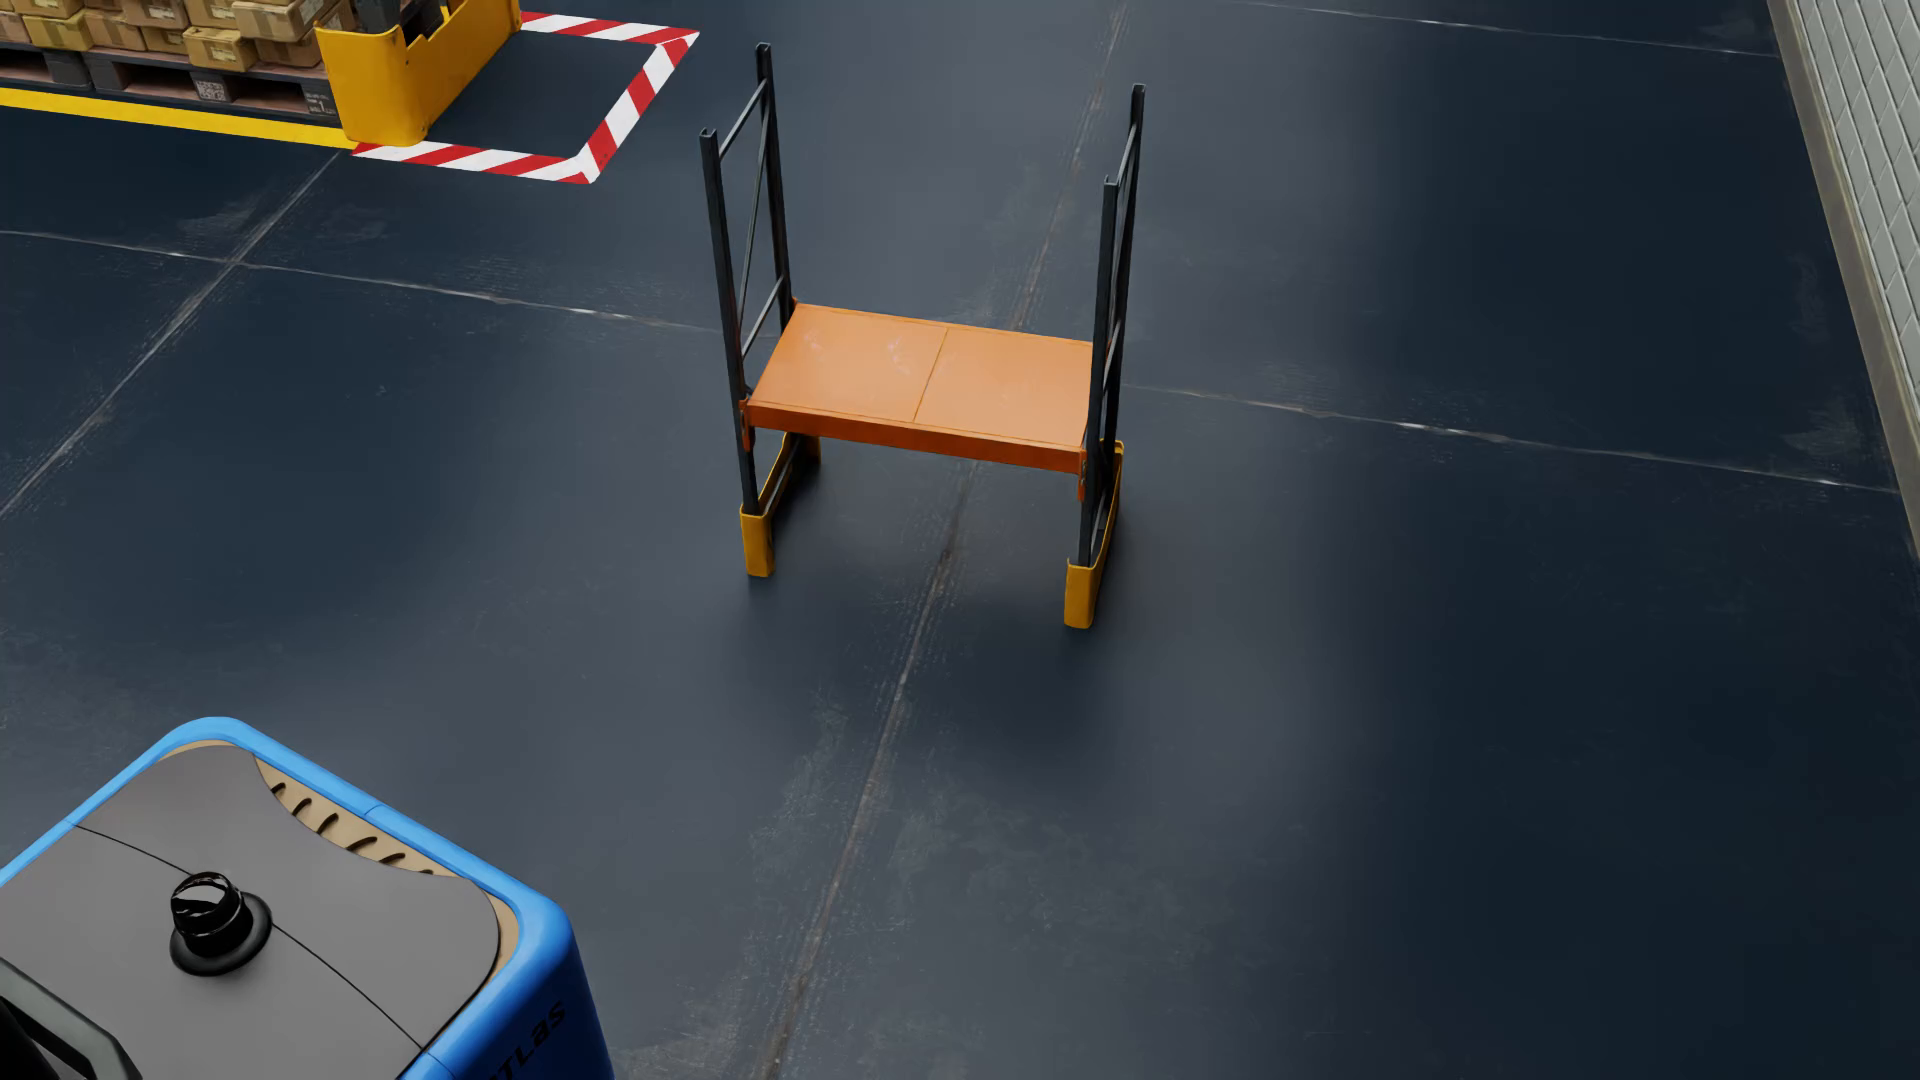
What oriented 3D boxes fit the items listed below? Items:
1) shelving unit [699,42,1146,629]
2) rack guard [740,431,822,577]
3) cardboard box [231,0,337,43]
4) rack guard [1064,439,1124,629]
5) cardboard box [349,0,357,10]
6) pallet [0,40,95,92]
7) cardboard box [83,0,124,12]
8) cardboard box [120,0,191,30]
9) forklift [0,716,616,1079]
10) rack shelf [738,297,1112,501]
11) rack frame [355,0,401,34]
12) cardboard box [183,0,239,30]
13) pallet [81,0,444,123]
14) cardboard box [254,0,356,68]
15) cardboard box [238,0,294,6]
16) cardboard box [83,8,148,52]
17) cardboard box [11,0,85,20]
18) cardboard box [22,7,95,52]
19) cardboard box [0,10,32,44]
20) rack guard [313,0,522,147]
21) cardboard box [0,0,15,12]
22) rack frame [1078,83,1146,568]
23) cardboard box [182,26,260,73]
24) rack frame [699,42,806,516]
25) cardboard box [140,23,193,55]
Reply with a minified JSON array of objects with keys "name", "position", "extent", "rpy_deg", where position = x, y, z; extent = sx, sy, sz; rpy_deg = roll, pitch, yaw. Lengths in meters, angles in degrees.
[{"name":"shelving unit","position":[-0.074,-0.552,4.742],"extent":[1.083,1.500,0.587],"rpy_deg":[9,45,9]},{"name":"rack guard","position":[-0.560,-0.177,5.254],"extent":[0.087,0.250,0.587],"rpy_deg":[9,45,9]},{"name":"cardboard box","position":[-2.822,-2.243,6.956],"extent":[0.250,0.149,0.380],"rpy_deg":[8,44,8]},{"name":"rack guard","position":[0.412,-0.026,5.097],"extent":[0.087,0.250,0.587],"rpy_deg":[9,45,9]},{"name":"cardboard box","position":[-2.686,-2.545,7.484],"extent":[0.250,0.149,0.380],"rpy_deg":[10,45,10]},{"name":"pallet","position":[-4.291,-2.465,7.659],"extent":[1.213,0.211,1.003],"rpy_deg":[9,45,9]},{"name":"cardboard box","position":[-3.569,-2.431,7.151],"extent":[0.250,0.149,0.380],"rpy_deg":[8,45,9]},{"name":"cardboard box","position":[-3.329,-2.321,7.036],"extent":[0.250,0.149,0.380],"rpy_deg":[7,44,7]},{"name":"forklift","position":[-1.881,1.097,1.996],"extent":[1.130,2.935,3.031],"rpy_deg":[23,48,22]},{"name":"rack shelf","position":[-0.083,-0.424,4.868],"extent":[1.000,0.185,0.538],"rpy_deg":[9,45,9]},{"name":"rack frame","position":[-2.244,-3.125,6.334],"extent":[0.127,3.000,1.000],"rpy_deg":[9,45,9]},{"name":"cardboard box","position":[-3.065,-2.319,7.035],"extent":[0.250,0.149,0.380],"rpy_deg":[8,44,8]},{"name":"pallet","position":[-3.104,-2.279,7.465],"extent":[1.213,0.211,1.003],"rpy_deg":[9,45,9]},{"name":"cardboard box","position":[-2.804,-2.188,7.113],"extent":[0.250,0.149,0.380],"rpy_deg":[10,45,10]},{"name":"cardboard box","position":[-2.816,-2.372,6.875],"extent":[0.250,0.149,0.380],"rpy_deg":[9,45,10]},{"name":"cardboard box","position":[-3.559,-2.285,7.214],"extent":[0.250,0.149,0.380],"rpy_deg":[9,45,9]},{"name":"cardboard box","position":[-3.837,-2.390,7.109],"extent":[0.250,0.149,0.380],"rpy_deg":[9,45,10]},{"name":"cardboard box","position":[-3.822,-2.281,7.210],"extent":[0.250,0.149,0.380],"rpy_deg":[7,44,7]},{"name":"cardboard box","position":[-4.084,-2.336,7.267],"extent":[0.250,0.149,0.380],"rpy_deg":[10,45,10]},{"name":"rack guard","position":[-2.319,-2.236,7.212],"extent":[0.348,0.500,1.175],"rpy_deg":[9,45,9]},{"name":"cardboard box","position":[-4.084,-2.442,7.162],"extent":[0.250,0.149,0.380],"rpy_deg":[11,45,11]},{"name":"rack frame","position":[0.413,-0.476,4.663],"extent":[0.032,1.500,0.500],"rpy_deg":[9,45,9]},{"name":"cardboard box","position":[-3.077,-2.158,7.082],"extent":[0.250,0.149,0.380],"rpy_deg":[10,45,10]},{"name":"rack frame","position":[-0.579,-0.630,4.823],"extent":[0.032,1.500,0.500],"rpy_deg":[9,45,9]},{"name":"cardboard box","position":[-3.316,-2.256,7.184],"extent":[0.250,0.149,0.380],"rpy_deg":[9,45,9]}]
